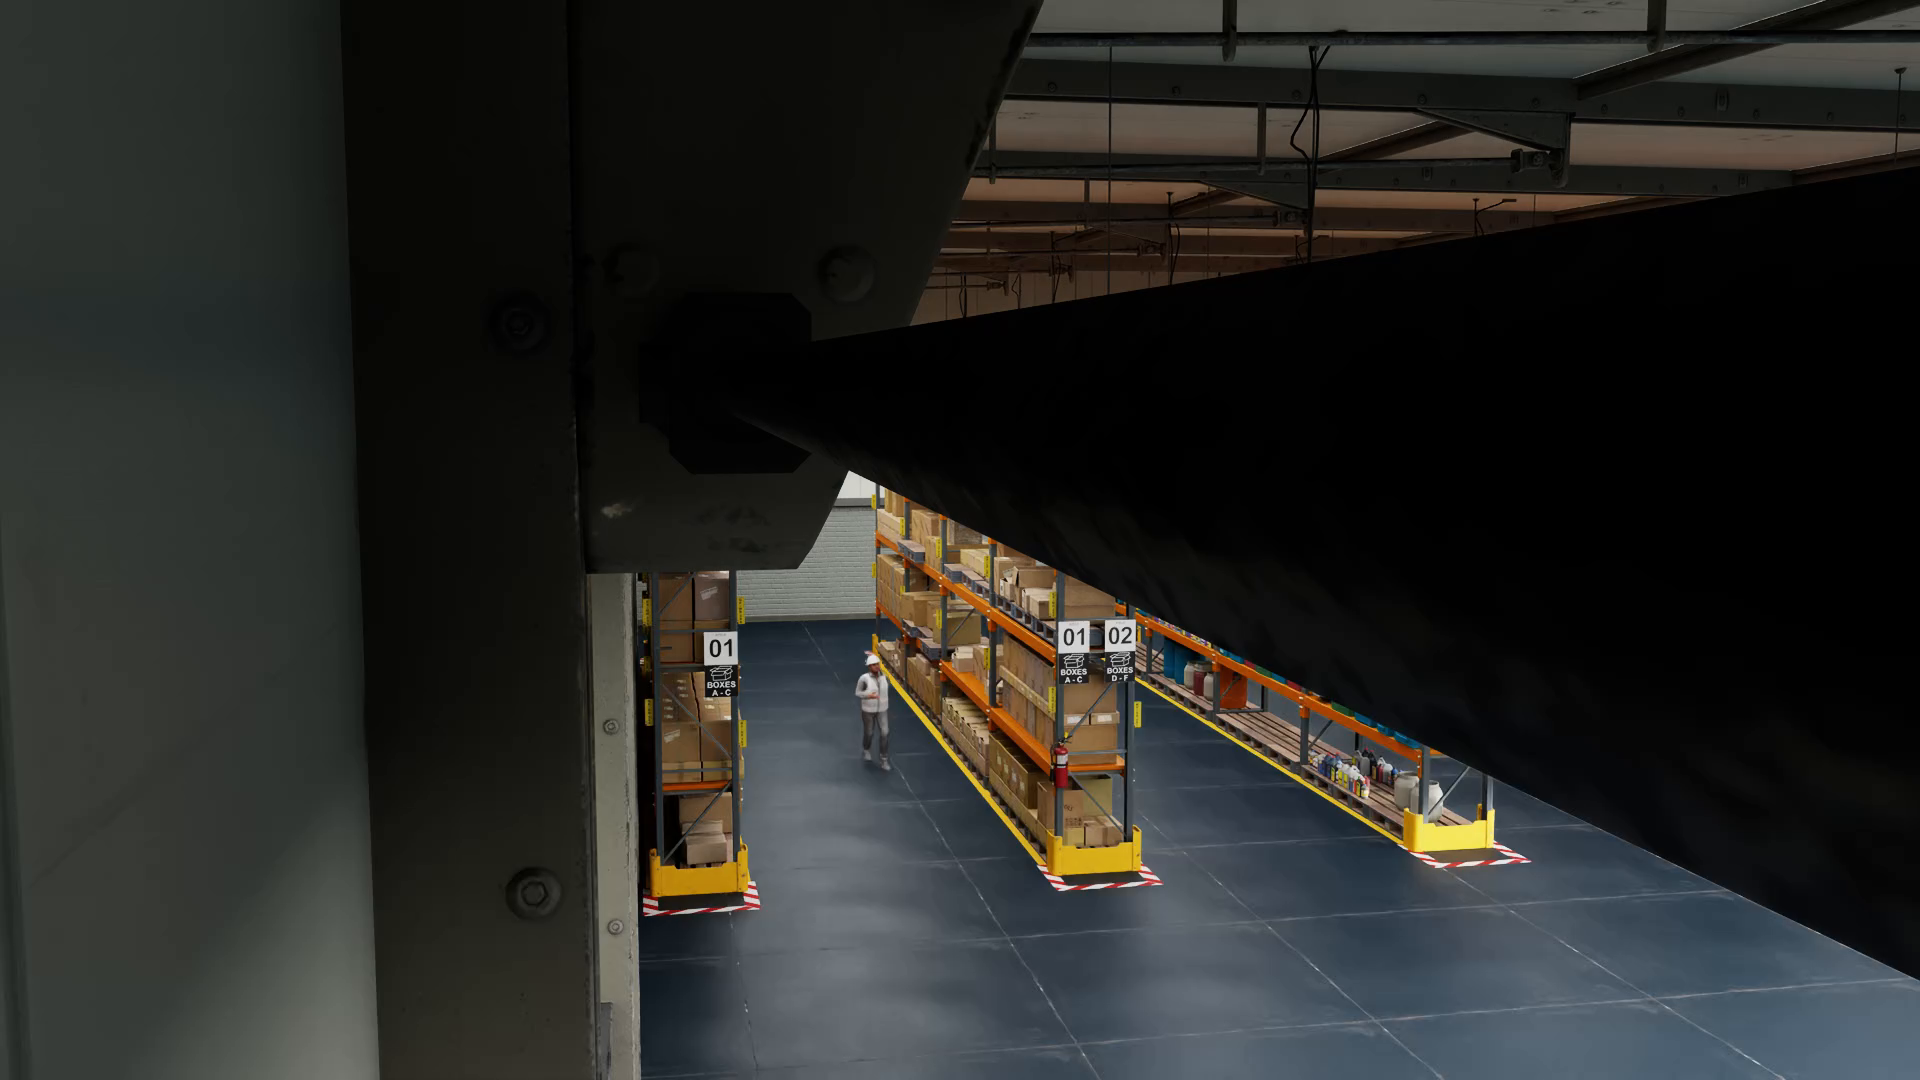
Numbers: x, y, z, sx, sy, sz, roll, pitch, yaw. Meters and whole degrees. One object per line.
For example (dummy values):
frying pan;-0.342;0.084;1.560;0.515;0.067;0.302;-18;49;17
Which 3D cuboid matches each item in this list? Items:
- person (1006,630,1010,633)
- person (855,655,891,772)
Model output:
person;1.141;1.980;34.668;0.508;1.626;0.686;-2;6;-18
person;-1.379;2.727;26.472;0.644;1.823;0.805;-2;6;-20
